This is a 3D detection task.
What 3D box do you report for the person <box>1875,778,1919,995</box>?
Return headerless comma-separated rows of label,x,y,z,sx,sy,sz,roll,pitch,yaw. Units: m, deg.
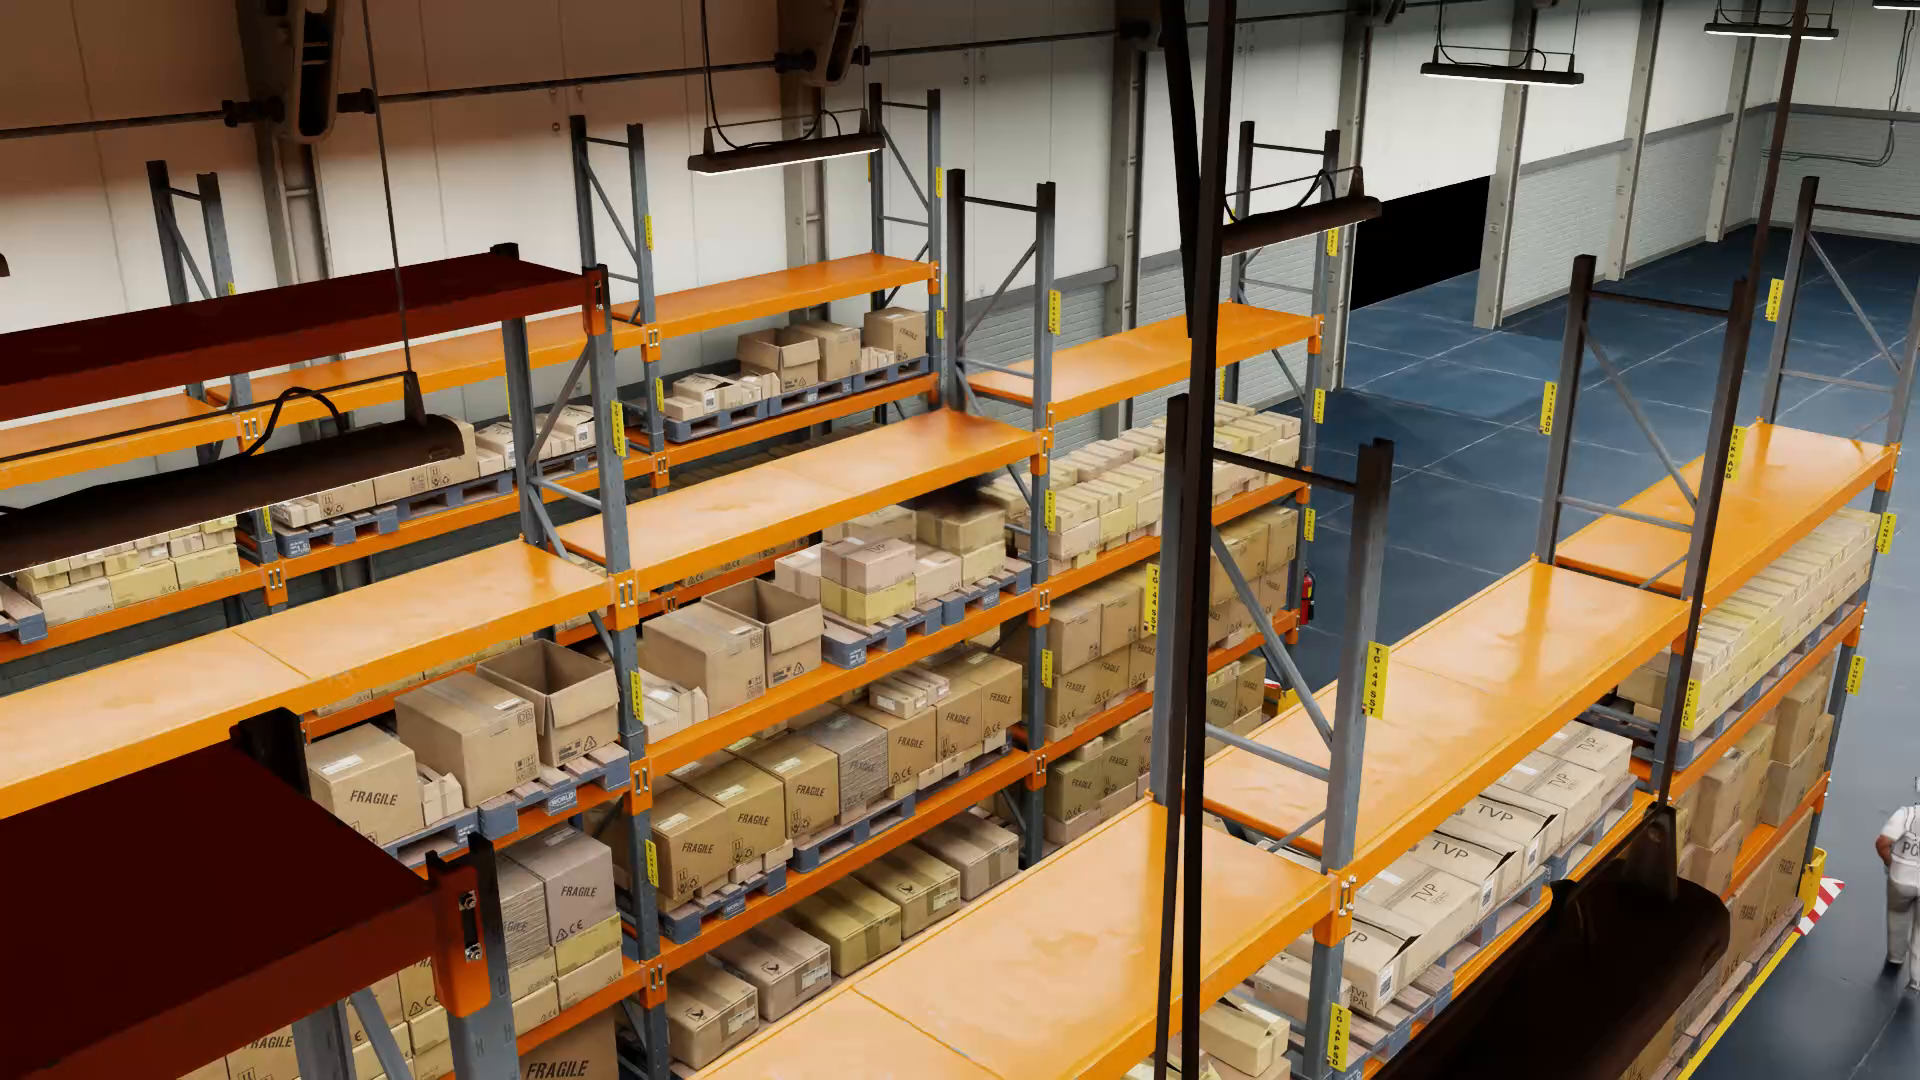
person,7.354,2.632,12.790,0.663,1.814,0.873,11,24,27
